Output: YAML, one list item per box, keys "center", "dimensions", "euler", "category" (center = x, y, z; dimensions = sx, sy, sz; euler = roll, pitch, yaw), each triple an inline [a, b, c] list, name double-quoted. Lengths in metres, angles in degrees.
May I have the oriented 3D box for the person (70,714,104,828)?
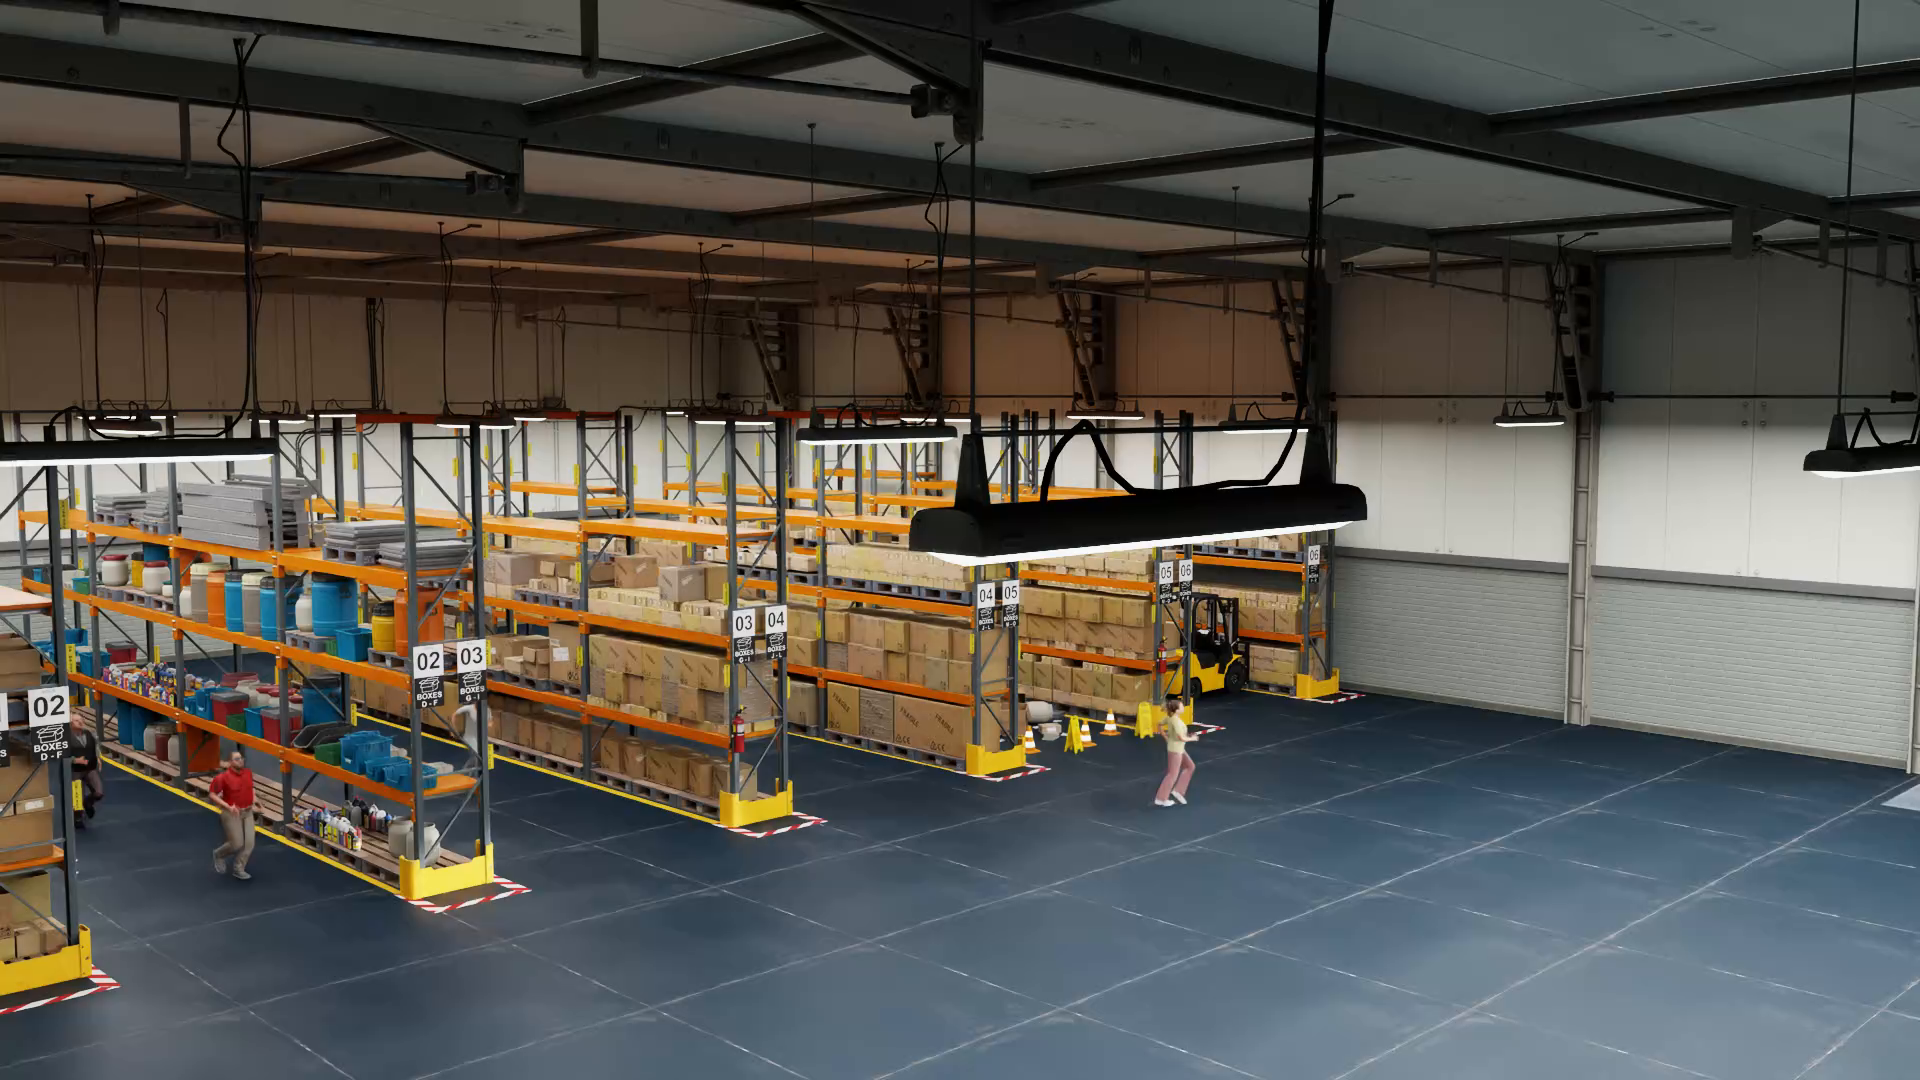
- center: [-12.820, 3.390, 24.338]
  dimensions: [0.591, 1.687, 0.669]
  euler: [4, 6, 36]
  category: "person"

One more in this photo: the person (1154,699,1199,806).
- center: [3.331, 3.272, 25.574]
  dimensions: [0.684, 1.668, 0.561]
  euler: [0, 5, -2]
  category: "person"

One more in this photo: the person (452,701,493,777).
- center: [-7.740, 3.212, 26.443]
  dimensions: [0.834, 1.693, 0.586]
  euler: [4, 6, 40]
  category: "person"

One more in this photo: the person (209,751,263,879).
- center: [-9.478, 3.594, 21.800]
  dimensions: [0.543, 1.672, 0.648]
  euler: [3, 6, 28]
  category: "person"
